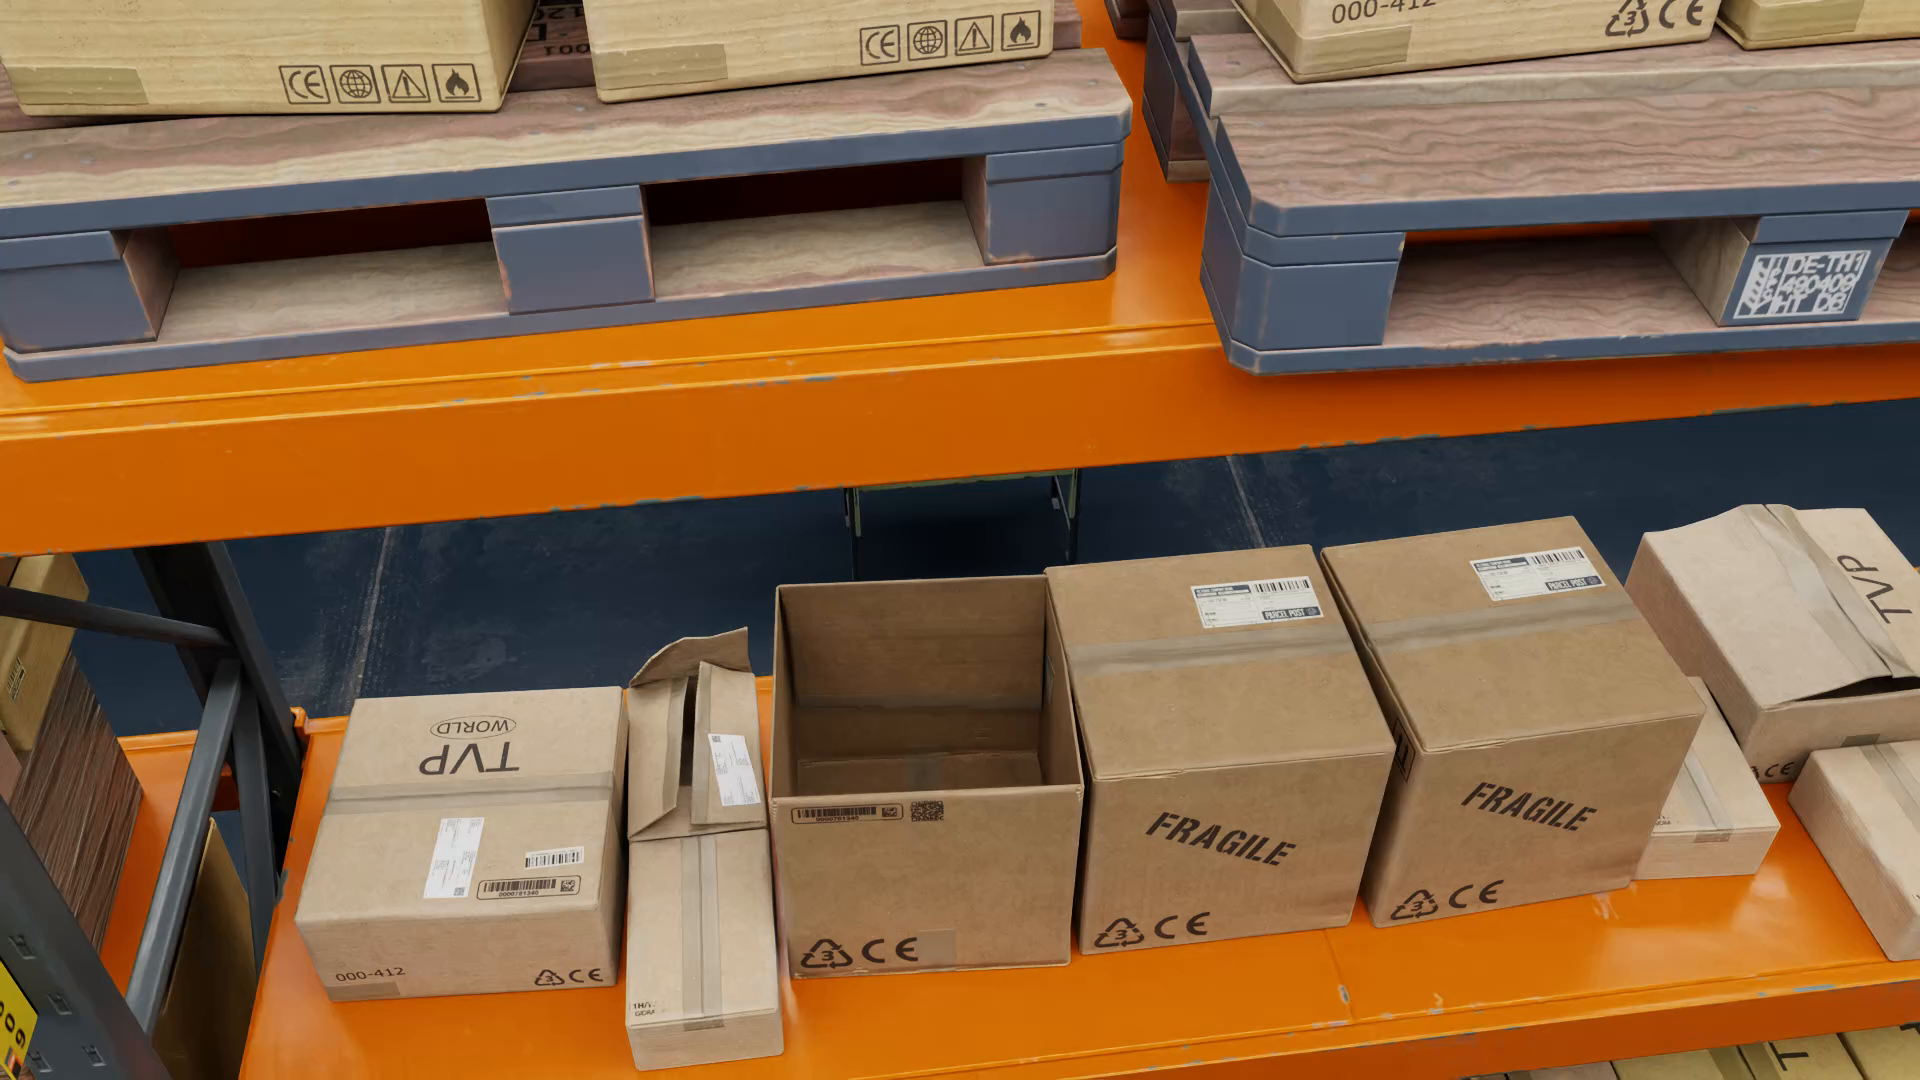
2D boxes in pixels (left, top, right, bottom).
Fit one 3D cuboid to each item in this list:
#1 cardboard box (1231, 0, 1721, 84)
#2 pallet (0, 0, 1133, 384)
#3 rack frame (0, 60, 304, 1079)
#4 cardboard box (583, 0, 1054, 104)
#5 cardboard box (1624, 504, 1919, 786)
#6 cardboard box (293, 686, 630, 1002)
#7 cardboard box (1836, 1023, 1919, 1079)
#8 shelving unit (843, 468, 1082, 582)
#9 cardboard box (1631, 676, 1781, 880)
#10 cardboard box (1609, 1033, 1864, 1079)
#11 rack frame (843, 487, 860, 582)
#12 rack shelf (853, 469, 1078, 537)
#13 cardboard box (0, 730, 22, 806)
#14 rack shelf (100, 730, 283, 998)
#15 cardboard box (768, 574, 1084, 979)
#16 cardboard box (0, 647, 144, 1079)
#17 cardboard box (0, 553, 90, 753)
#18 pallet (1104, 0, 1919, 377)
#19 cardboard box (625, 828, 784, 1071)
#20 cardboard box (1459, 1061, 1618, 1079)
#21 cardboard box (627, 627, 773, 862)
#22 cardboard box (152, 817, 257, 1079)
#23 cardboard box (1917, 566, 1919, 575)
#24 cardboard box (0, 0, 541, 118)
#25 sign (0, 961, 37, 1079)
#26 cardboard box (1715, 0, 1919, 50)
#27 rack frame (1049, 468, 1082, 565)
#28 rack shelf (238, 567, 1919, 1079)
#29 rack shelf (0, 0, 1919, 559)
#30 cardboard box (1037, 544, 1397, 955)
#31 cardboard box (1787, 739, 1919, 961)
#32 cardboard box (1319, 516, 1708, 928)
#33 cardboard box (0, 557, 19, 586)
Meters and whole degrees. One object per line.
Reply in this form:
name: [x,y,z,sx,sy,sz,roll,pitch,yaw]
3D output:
cardboard box: [0.552,-0.782,1.936,0.500,0.250,0.500,-8,43,-9]
pallet: [-0.479,-0.570,2.046,1.217,0.209,0.805,-7,42,-7]
rack frame: [-1.352,0.558,2.892,0.127,3.000,1.000,-5,42,-6]
cardboard box: [-0.196,-0.753,1.904,0.500,0.250,0.500,-9,43,-10]
cardboard box: [1.702,0.192,3.364,0.500,0.311,0.500,-5,42,-6]
cardboard box: [-0.869,0.542,3.022,0.500,0.250,0.500,-3,42,-3]
cardboard box: [2.127,1.076,3.638,0.500,0.311,0.500,-4,42,-4]
shelving unit: [-0.007,-0.556,5.247,0.755,1.500,0.431,-5,42,-6]
cardboard box: [1.357,0.452,3.197,0.250,0.149,0.380,-2,42,-2]
cardboard box: [1.612,1.126,3.583,0.500,0.311,0.500,-6,42,-6]
rack frame: [-0.370,-0.525,5.212,0.023,1.500,0.400,-5,42,-6]
rack shelf: [-0.007,-0.314,5.465,0.720,0.370,0.431,-5,42,-6]
cardboard box: [-1.594,0.446,2.457,0.250,0.149,0.380,-5,42,-6]
rack shelf: [-3.335,0.999,2.941,4.000,0.370,1.077,-5,42,-6]
cardboard box: [-0.066,0.419,2.971,0.500,0.500,0.500,-2,42,-2]
cardboard box: [-1.791,0.563,2.811,0.500,0.500,0.700,-6,42,-7]
cardboard box: [-1.644,0.174,2.758,0.250,0.149,0.380,-5,42,-6]
pallet: [0.844,-0.616,2.095,1.213,0.211,1.003,-3,42,-4]
cardboard box: [-0.447,0.710,2.911,0.250,0.149,0.380,-5,42,-6]
cardboard box: [1.111,1.168,3.537,0.500,0.311,0.500,-5,42,-6]
cardboard box: [-0.504,0.409,3.157,0.258,0.266,0.396,-6,42,-7]
cardboard box: [-1.852,0.977,3.607,0.500,0.500,0.500,-5,42,-6]
cardboard box: [2.248,0.246,3.304,0.500,0.311,0.500,-3,42,-3]
cardboard box: [-0.740,-0.704,1.849,0.500,0.250,0.500,-1,42,-1]
sign: [-1.279,0.575,2.167,0.005,0.325,0.100,-5,42,-6]
cardboard box: [1.086,-0.827,1.987,0.500,0.250,0.500,-6,42,-6]
rack frame: [0.356,-0.588,5.282,0.023,1.500,0.400,-5,42,-6]
rack shelf: [0.631,0.651,3.326,4.000,0.370,1.077,-5,42,-6]
rack shelf: [0.631,-0.463,2.321,4.000,0.370,1.077,-5,42,-6]
cardboard box: [0.431,0.375,3.020,0.500,0.500,0.500,-5,42,-5]
cardboard box: [1.758,0.565,3.071,0.250,0.149,0.380,-5,42,-6]
cardboard box: [0.953,0.330,3.070,0.500,0.500,0.500,-7,43,-8]
cardboard box: [-1.791,0.082,2.377,0.500,0.500,0.700,-5,42,-5]
